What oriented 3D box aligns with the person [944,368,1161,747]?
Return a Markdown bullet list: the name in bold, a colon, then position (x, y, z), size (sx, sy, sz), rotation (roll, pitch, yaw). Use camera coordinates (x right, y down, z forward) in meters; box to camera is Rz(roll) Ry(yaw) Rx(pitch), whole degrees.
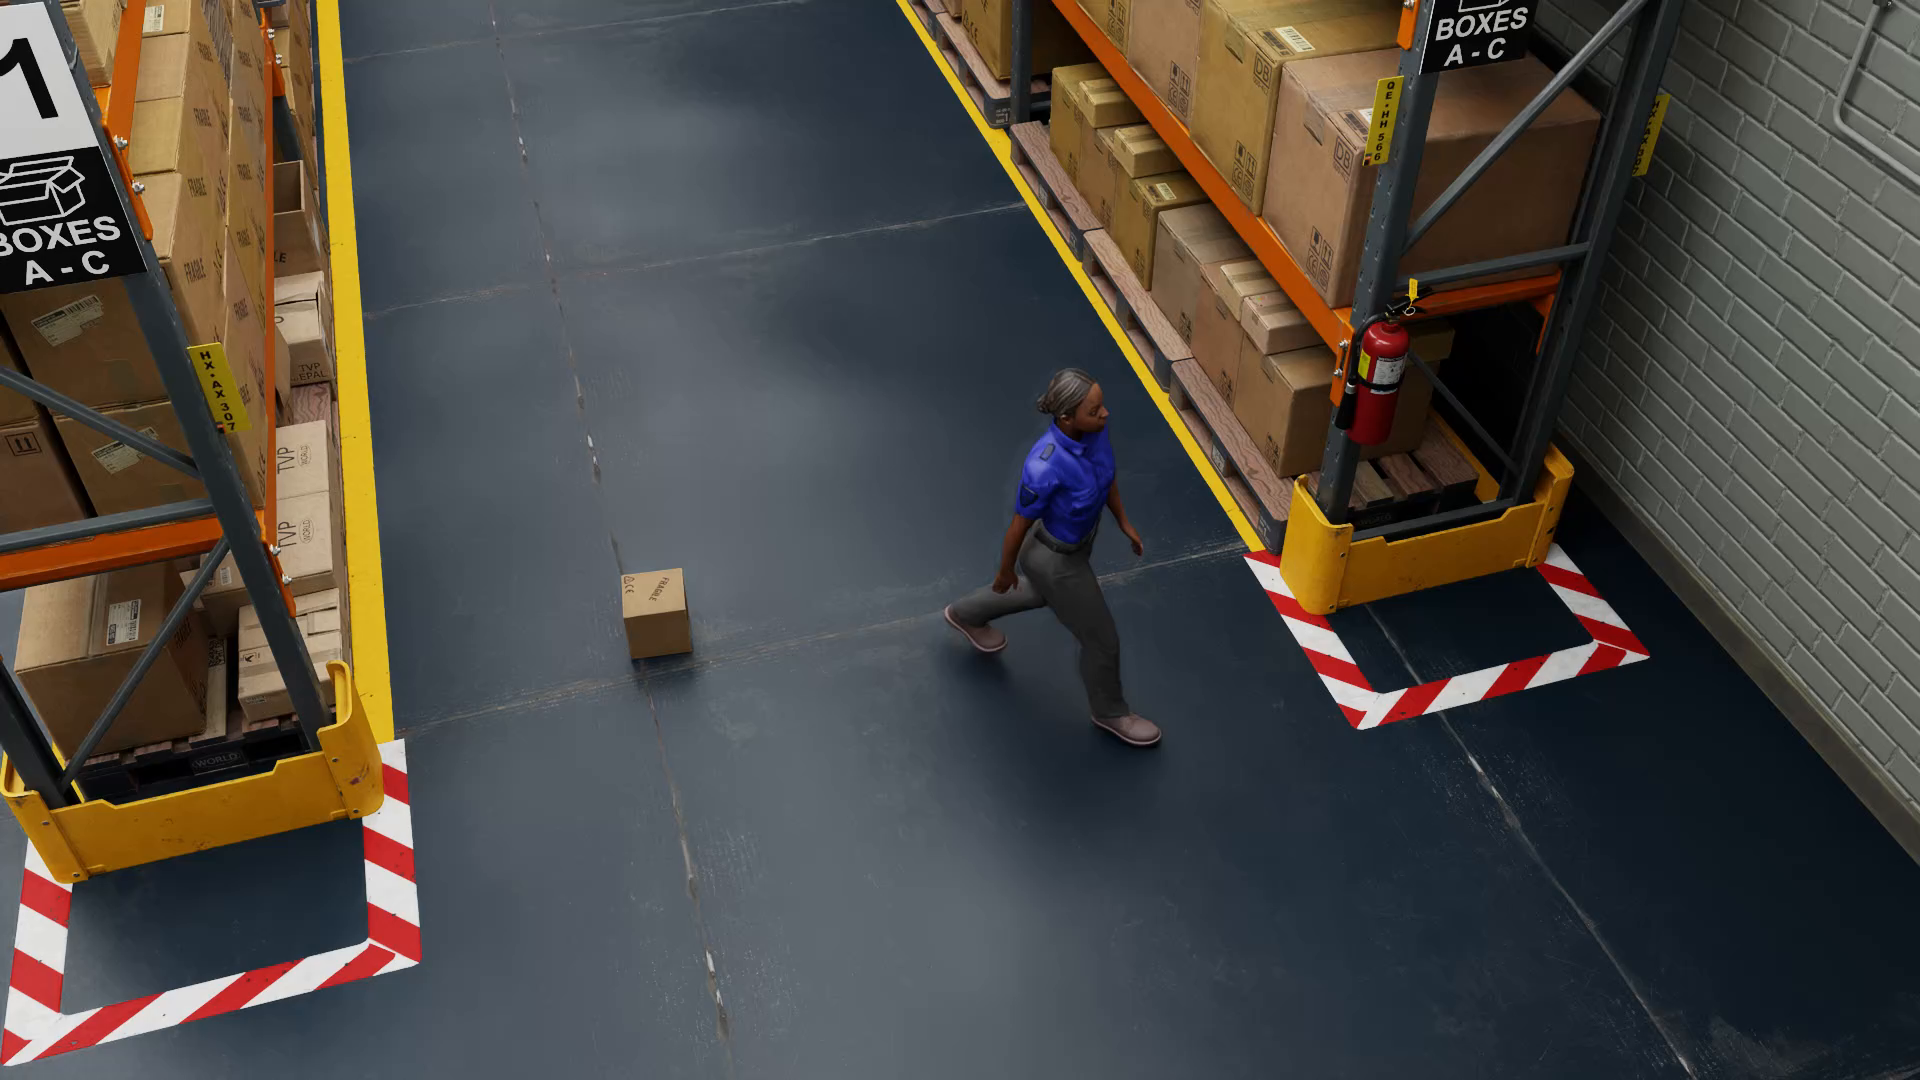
- **person**: position (0.363, 0.001, 6.163), size (1.008, 1.600, 0.468), rotation (18, 45, 19)
